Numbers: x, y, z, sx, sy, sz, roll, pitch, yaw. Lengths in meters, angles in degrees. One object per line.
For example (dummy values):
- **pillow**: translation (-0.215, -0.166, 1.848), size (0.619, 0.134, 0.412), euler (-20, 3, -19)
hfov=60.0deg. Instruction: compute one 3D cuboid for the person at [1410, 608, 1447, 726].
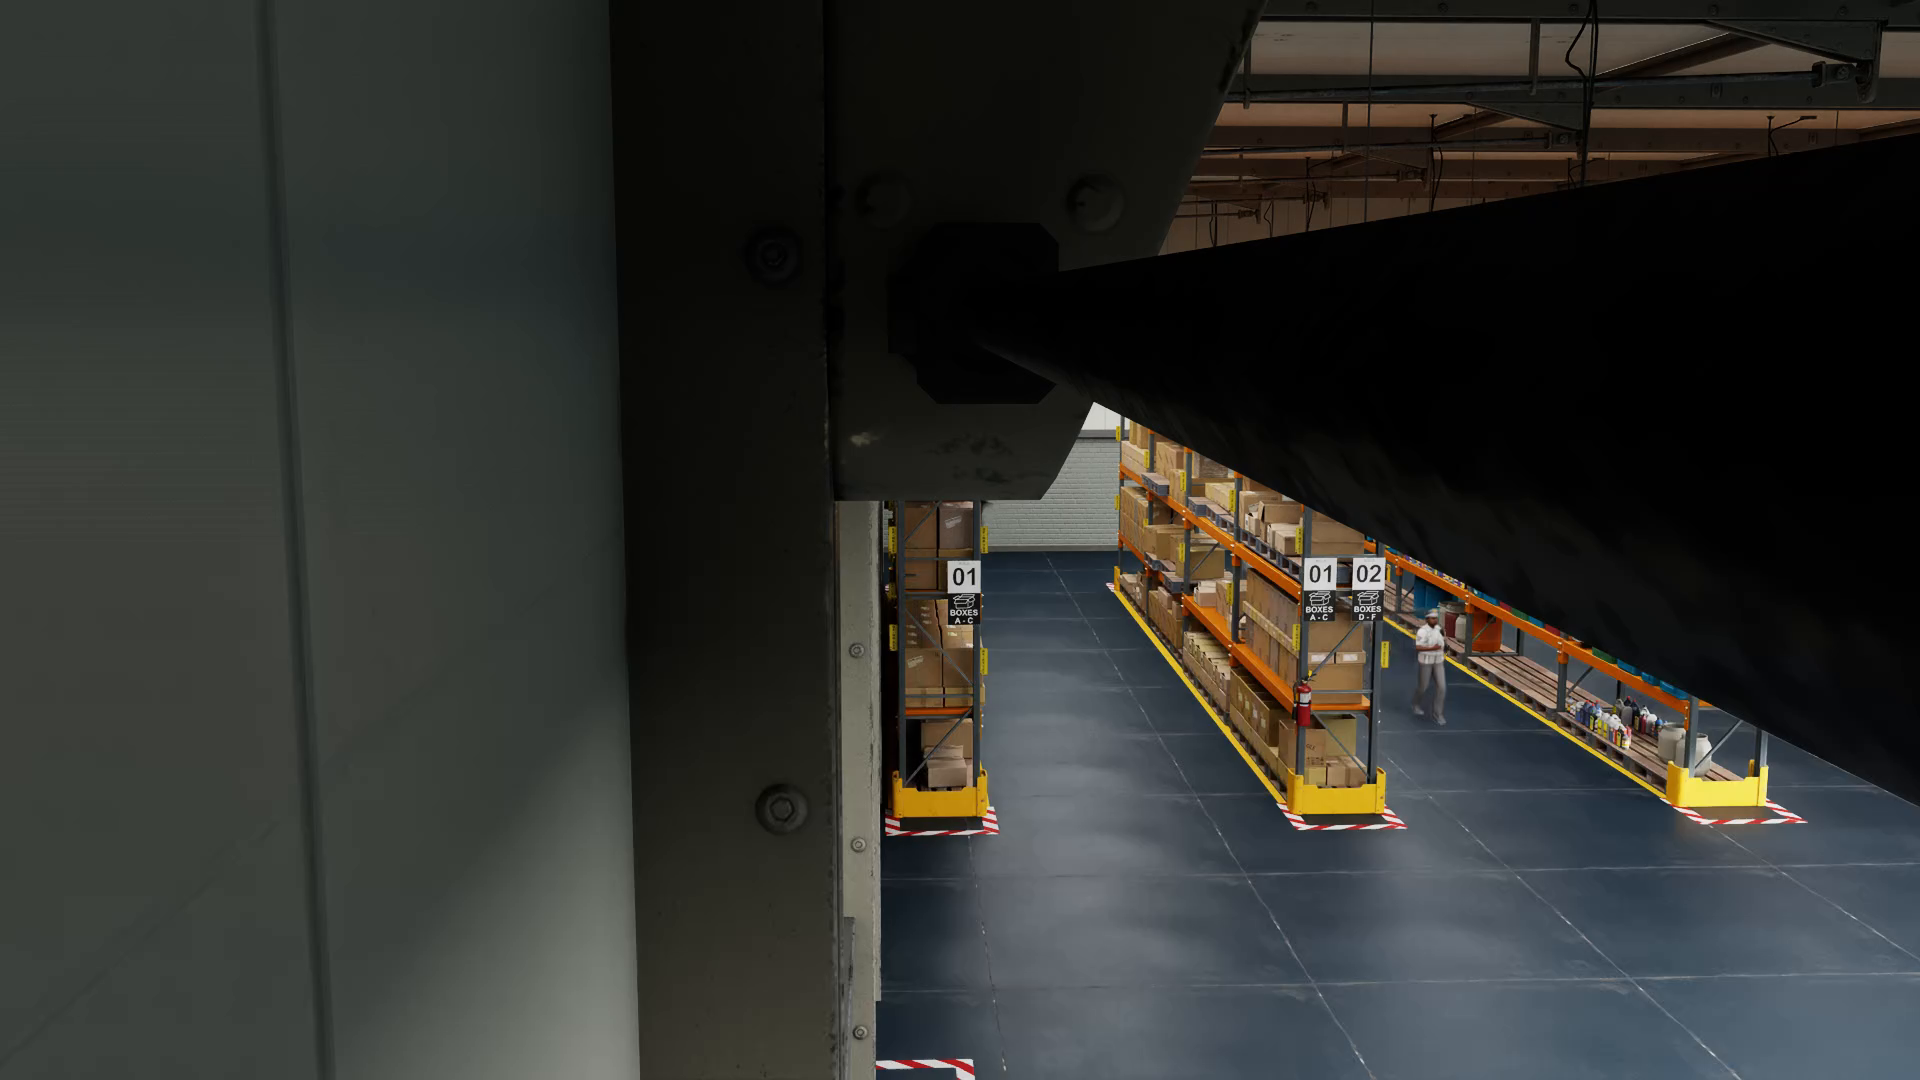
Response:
- **person**: translation (7.096, 1.885, 25.112), size (0.560, 1.755, 0.742), euler (-2, 9, -15)
